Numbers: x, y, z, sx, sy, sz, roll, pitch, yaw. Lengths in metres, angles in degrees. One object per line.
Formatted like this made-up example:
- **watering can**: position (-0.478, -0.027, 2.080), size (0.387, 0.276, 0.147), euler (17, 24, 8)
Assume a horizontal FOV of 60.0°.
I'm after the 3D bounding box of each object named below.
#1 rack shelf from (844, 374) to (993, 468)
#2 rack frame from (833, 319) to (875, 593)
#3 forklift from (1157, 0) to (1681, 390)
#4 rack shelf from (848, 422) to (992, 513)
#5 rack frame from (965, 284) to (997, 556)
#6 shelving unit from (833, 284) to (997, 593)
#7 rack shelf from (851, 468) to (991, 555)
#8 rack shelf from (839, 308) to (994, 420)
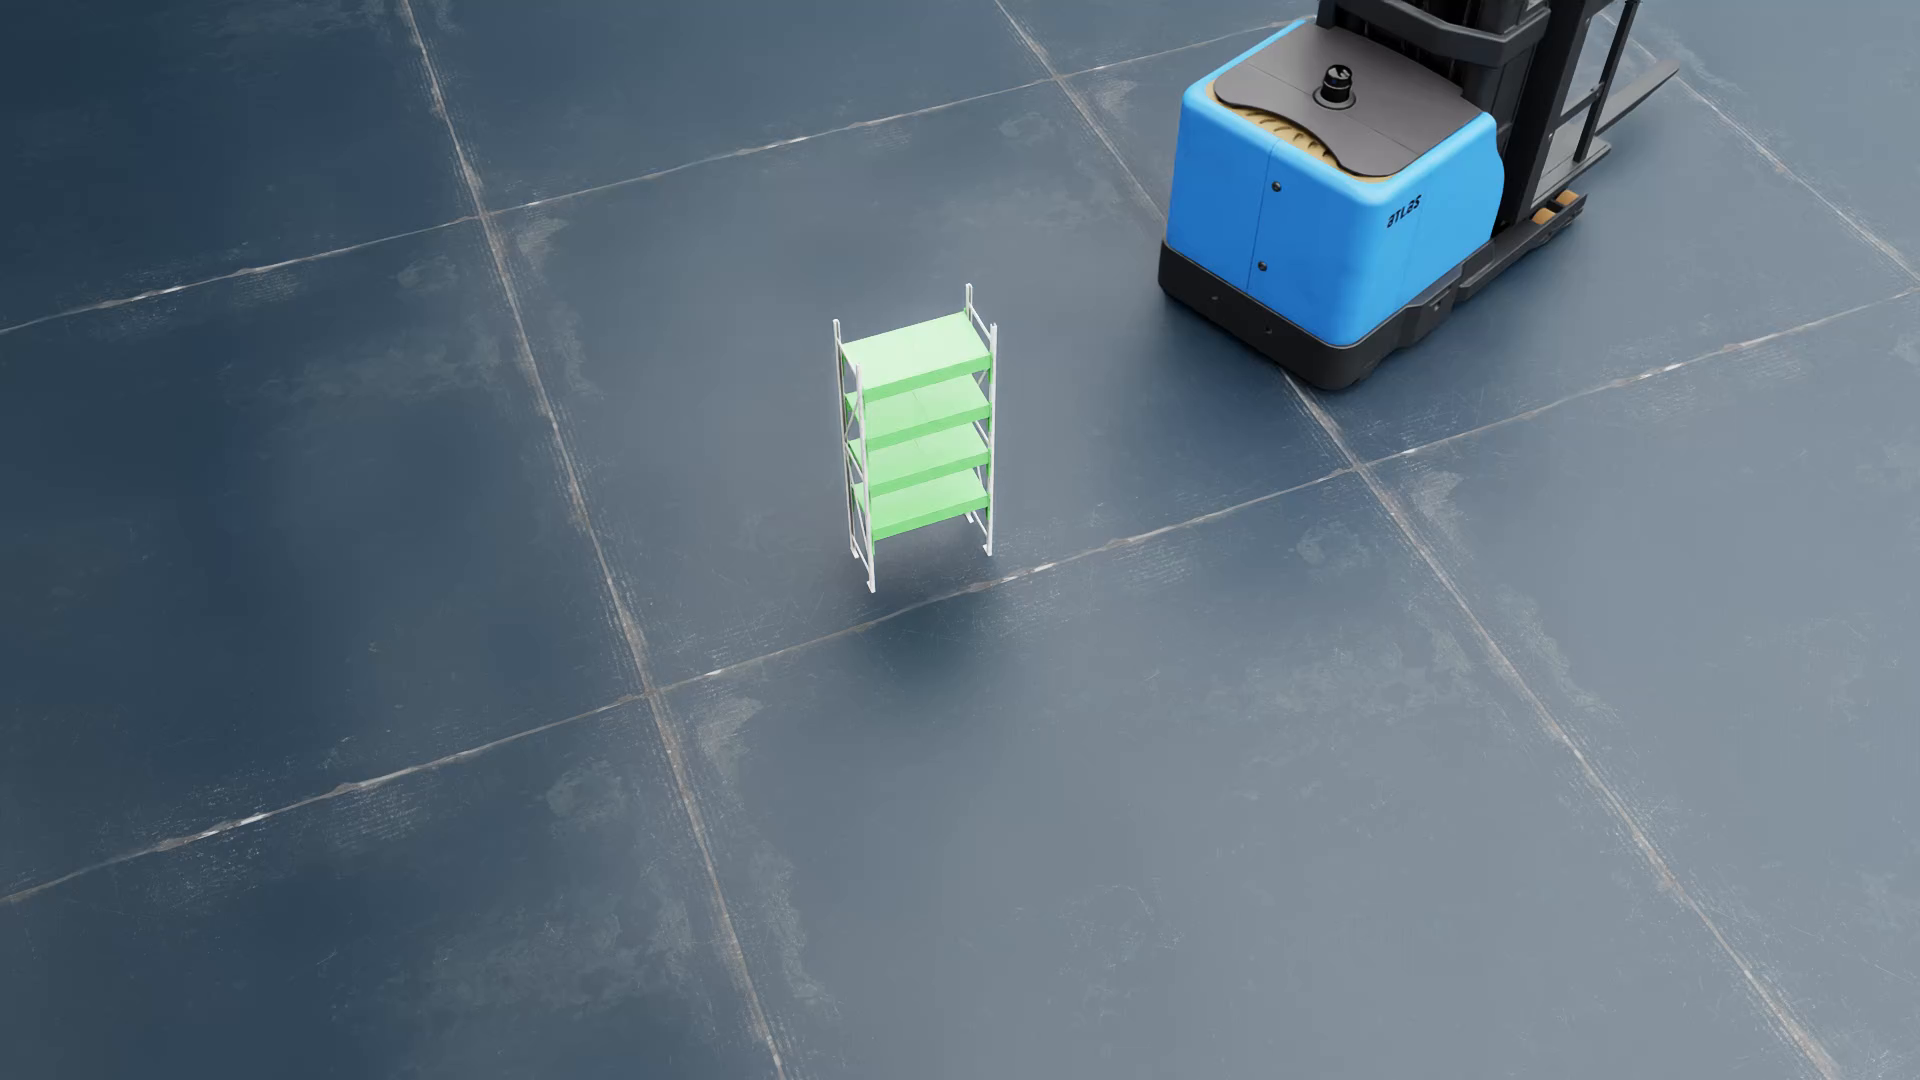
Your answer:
- **rack shelf**: position (-0.153, -0.458, 5.961), size (0.480, 0.148, 0.258), euler (-17, 52, -14)
- **rack frame**: position (-0.379, -0.273, 6.035), size (0.015, 1.200, 0.240), euler (-17, 52, -14)
- **forklift**: position (2.301, -2.593, 6.885), size (3.031, 2.935, 1.130), euler (-36, 58, -27)
- **rack shelf**: position (-0.153, -0.302, 6.143), size (0.480, 0.148, 0.258), euler (-17, 52, -14)
- **rack frame**: position (0.073, -0.413, 6.155), size (0.015, 1.200, 0.240), euler (-17, 52, -14)
- **shelving unit**: position (-0.153, -0.343, 6.095), size (0.503, 1.200, 0.258), euler (-17, 52, -14)
- **rack shelf**: position (-0.153, -0.145, 6.325), size (0.480, 0.148, 0.258), euler (-17, 52, -14)
- **rack shelf**: position (-0.153, -0.615, 5.779), size (0.480, 0.148, 0.258), euler (-17, 52, -14)
